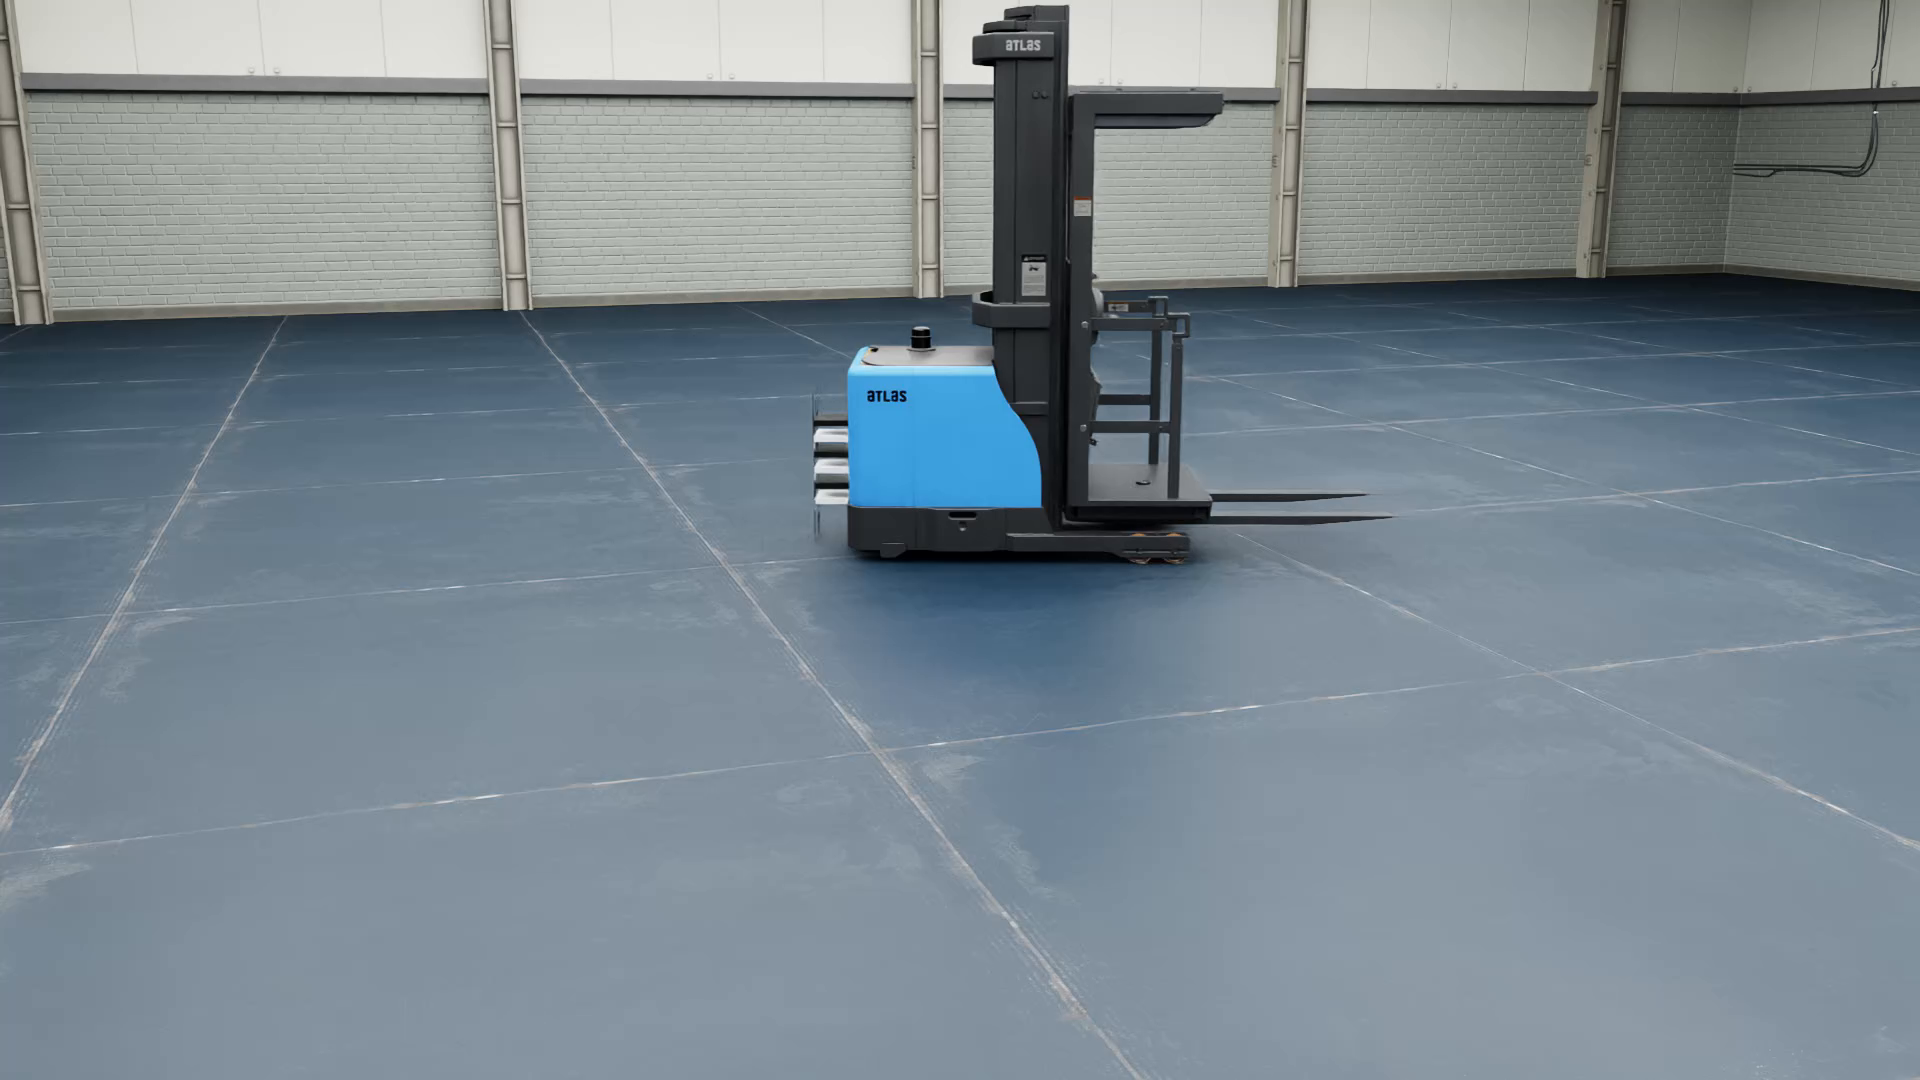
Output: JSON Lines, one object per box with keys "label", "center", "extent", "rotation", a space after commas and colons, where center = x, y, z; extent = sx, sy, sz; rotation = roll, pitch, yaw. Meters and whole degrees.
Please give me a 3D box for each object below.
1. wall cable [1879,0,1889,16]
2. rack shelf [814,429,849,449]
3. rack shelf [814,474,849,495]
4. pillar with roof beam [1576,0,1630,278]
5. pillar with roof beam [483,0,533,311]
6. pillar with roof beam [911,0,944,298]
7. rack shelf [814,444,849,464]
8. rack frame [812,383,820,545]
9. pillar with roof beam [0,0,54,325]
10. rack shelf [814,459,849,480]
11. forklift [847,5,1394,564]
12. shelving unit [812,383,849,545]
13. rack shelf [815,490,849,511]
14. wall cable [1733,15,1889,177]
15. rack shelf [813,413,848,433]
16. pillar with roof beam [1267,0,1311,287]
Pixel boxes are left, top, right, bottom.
{"label": "wall cable", "center": [14.971, -9.204, 24.689], "extent": [0.112, 2.526, 3.097], "rotation": [-4, 14, -18]}
{"label": "rack shelf", "center": [-0.726, -0.582, 9.511], "extent": [0.200, 0.077, 0.258], "rotation": [0, 13, 0]}
{"label": "rack shelf", "center": [-0.726, -0.319, 9.574], "extent": [0.200, 0.077, 0.258], "rotation": [0, 13, 0]}
{"label": "pillar with roof beam", "center": [12.267, -7.980, 23.745], "extent": [0.400, 9.000, 9.100], "rotation": [-4, 14, -18]}
{"label": "pillar with roof beam", "center": [-4.793, -6.651, 18.160], "extent": [0.400, 9.000, 9.100], "rotation": [-4, 14, -18]}
{"label": "pillar with roof beam", "center": [0.894, -7.094, 20.021], "extent": [0.400, 9.000, 9.100], "rotation": [-4, 14, -18]}
{"label": "rack shelf", "center": [-0.726, -0.495, 9.532], "extent": [0.200, 0.077, 0.258], "rotation": [0, 13, 0]}
{"label": "rack frame", "center": [-0.828, -0.440, 9.546], "extent": [0.006, 0.900, 0.240], "rotation": [0, 13, 0]}
{"label": "pillar with roof beam", "center": [-10.479, -6.209, 16.298], "extent": [0.400, 9.000, 9.100], "rotation": [-4, 14, -18]}
{"label": "rack shelf", "center": [-0.726, -0.407, 9.553], "extent": [0.200, 0.077, 0.258], "rotation": [0, 13, 0]}
{"label": "forklift", "center": [0.897, -1.419, 9.274], "extent": [3.031, 2.935, 1.130], "rotation": [0, 13, 0]}
{"label": "shelving unit", "center": [-0.726, -0.439, 9.545], "extent": [0.210, 0.900, 0.258], "rotation": [0, 13, 0]}
{"label": "rack shelf", "center": [-0.726, -0.232, 9.595], "extent": [0.200, 0.077, 0.258], "rotation": [0, 13, 0]}
{"label": "wall cable", "center": [14.108, -7.341, 27.768], "extent": [0.112, 2.526, 3.097], "rotation": [-4, 14, -18]}
{"label": "rack shelf", "center": [-0.726, -0.670, 9.491], "extent": [0.200, 0.077, 0.258], "rotation": [0, 13, 0]}
{"label": "pillar with roof beam", "center": [6.581, -7.537, 21.883], "extent": [0.400, 9.000, 9.100], "rotation": [-4, 14, -18]}
